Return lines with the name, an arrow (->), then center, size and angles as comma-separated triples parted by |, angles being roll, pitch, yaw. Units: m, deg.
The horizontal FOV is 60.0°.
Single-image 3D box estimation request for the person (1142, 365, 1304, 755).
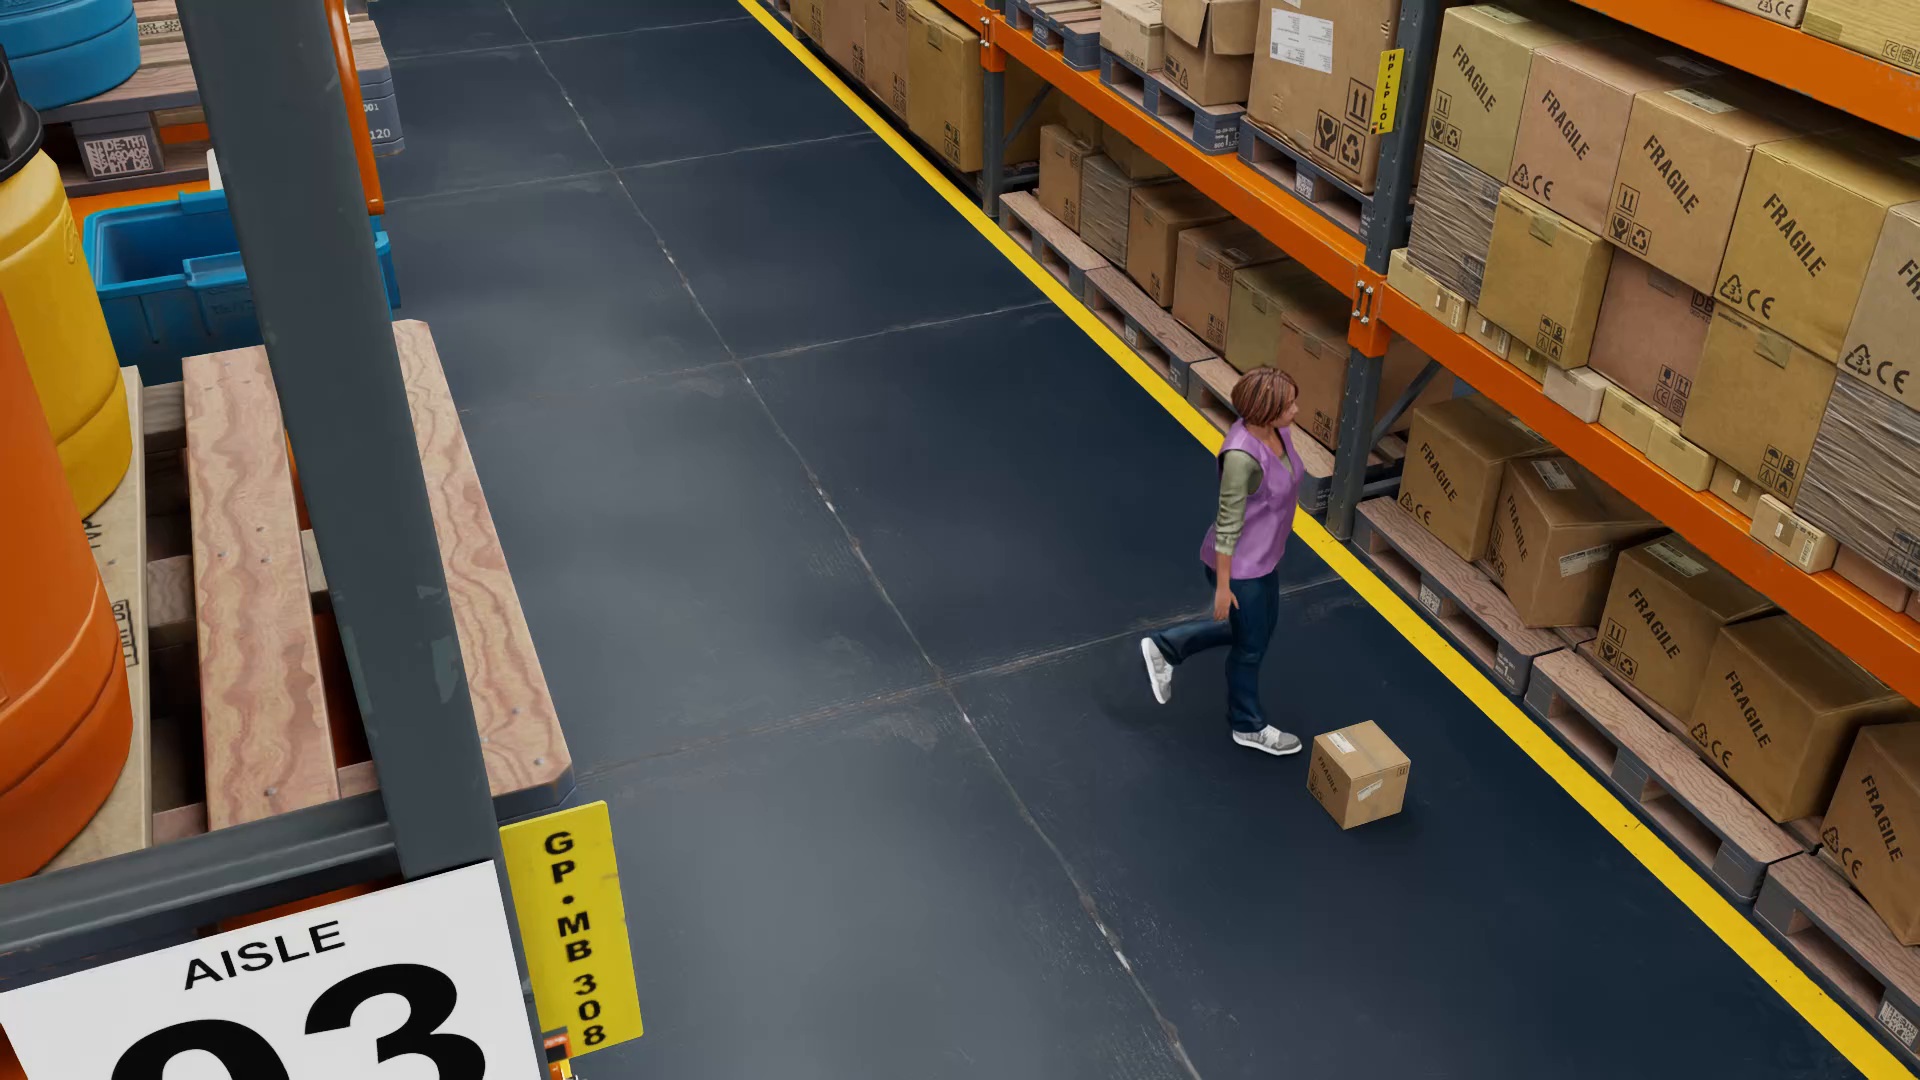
person -> 1.009, 0.071, 6.054 | 0.681, 1.549, 0.469 | 15, 37, 21
